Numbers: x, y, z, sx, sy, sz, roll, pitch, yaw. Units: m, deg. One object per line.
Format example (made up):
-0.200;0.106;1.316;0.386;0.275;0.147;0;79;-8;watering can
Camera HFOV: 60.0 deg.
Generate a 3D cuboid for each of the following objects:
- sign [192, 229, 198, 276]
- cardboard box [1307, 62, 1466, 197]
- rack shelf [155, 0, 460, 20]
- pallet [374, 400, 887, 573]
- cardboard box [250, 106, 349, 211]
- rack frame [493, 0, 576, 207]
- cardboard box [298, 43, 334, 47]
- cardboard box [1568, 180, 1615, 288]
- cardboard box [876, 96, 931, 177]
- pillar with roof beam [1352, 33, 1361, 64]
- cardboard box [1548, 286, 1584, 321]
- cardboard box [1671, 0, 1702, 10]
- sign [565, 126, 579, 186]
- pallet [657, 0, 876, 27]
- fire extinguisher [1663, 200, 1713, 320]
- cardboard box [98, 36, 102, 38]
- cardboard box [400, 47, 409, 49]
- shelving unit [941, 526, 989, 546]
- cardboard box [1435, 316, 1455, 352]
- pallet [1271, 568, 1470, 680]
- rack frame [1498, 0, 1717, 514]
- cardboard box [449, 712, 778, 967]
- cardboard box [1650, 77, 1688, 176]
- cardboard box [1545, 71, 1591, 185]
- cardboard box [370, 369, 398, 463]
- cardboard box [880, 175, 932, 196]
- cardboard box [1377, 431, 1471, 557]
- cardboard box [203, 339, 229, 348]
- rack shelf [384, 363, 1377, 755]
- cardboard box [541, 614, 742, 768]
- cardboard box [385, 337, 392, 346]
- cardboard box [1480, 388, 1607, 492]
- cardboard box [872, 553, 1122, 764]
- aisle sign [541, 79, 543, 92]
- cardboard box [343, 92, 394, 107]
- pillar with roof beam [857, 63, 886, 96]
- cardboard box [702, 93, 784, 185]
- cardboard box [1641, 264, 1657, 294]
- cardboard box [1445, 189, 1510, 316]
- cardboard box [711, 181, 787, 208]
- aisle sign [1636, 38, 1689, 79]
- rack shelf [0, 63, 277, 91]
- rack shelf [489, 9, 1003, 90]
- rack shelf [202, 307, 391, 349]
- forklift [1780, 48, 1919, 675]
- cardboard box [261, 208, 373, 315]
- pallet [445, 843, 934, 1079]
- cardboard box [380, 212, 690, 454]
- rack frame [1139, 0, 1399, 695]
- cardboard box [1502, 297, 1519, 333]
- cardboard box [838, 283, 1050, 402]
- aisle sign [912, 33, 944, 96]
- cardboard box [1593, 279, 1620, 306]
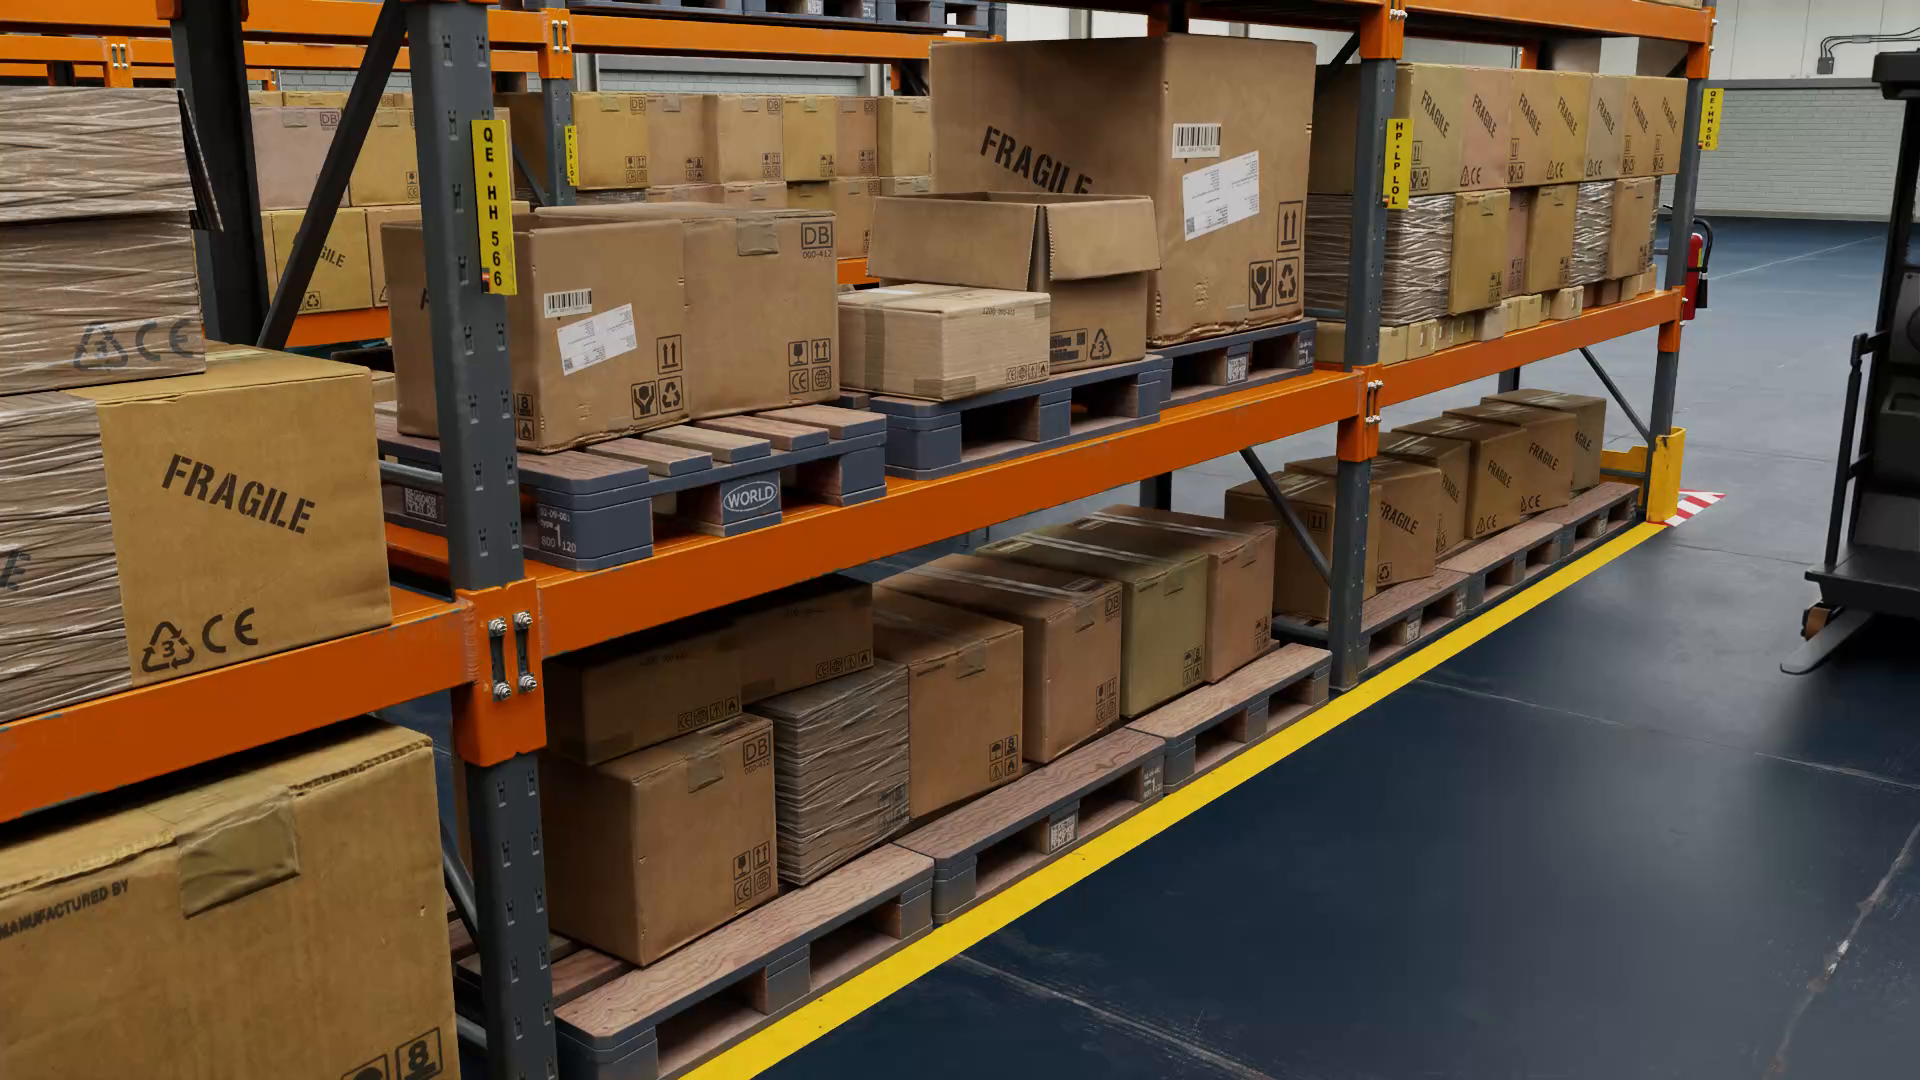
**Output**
-1.749;-0.761;3.835;0.100;0.325;0.005;11;18;38;sign
1.674;-1.646;6.672;0.500;0.500;0.500;11;18;38;cardboard box
-2.578;-0.878;1.856;1.077;0.370;4.000;11;18;38;rack shelf
-0.956;-0.216;4.270;1.213;0.211;1.003;11;18;38;pallet
-3.548;-1.950;8.474;0.700;0.500;0.500;11;18;38;cardboard box
-2.601;-1.709;9.757;1.000;3.000;0.127;11;18;38;rack frame
-5.249;-4.043;13.362;0.380;0.149;0.250;11;18;36;cardboard box
2.772;-1.576;8.428;0.875;0.500;0.500;11;18;38;cardboard box
-0.624;-2.886;11.895;0.875;0.550;0.550;11;18;38;cardboard box
13.201;-11.982;38.012;9.100;9.000;0.400;11;18;38;pillar with roof beam
2.828;-1.176;8.171;0.380;0.149;0.250;11;18;38;cardboard box
3.602;-2.937;8.806;0.500;0.250;0.500;12;18;39;cardboard box
-2.173;-2.150;9.301;0.100;0.325;0.005;11;18;38;sign
-1.312;-3.507;10.925;1.003;0.211;1.213;11;18;38;pallet
4.138;-1.601;9.490;0.296;0.674;0.183;11;18;38;fire extinguisher
-6.554;-3.895;12.782;0.380;0.149;0.250;11;18;38;cardboard box
-4.834;-4.201;13.986;0.380;0.149;0.250;11;18;36;cardboard box
0.009;-0.584;8.986;0.258;1.200;0.189;11;18;38;shelving unit
1.865;-0.893;7.056;0.380;0.149;0.250;11;18;38;cardboard box
1.588;0.295;7.531;1.003;0.211;1.213;11;18;38;pallet
3.707;-1.688;9.675;1.000;3.000;0.127;11;18;38;rack frame
-0.915;0.711;4.415;0.700;0.500;0.500;10;17;35;cardboard box
3.554;-2.222;8.938;0.500;0.500;0.500;11;18;38;cardboard box
2.607;-1.935;7.810;0.500;0.500;0.500;11;18;38;cardboard box
-3.530;-0.505;8.735;1.050;0.750;0.750;11;18;38;cardboard box
-0.614;-2.361;12.019;0.875;0.550;0.550;11;18;38;cardboard box
2.159;-0.226;8.145;0.500;0.500;0.500;9;17;33;cardboard box
-1.838;-0.153;3.431;0.500;0.500;0.500;12;19;39;cardboard box
-0.064;-0.190;5.241;1.077;0.370;4.000;11;18;38;rack shelf
-0.923;0.346;4.329;0.500;0.250;0.500;12;19;40;cardboard box
-4.956;-1.697;14.442;0.500;0.250;0.500;10;18;36;cardboard box
3.302;-0.563;9.471;0.500;0.500;0.500;-12;18;-39;cardboard box
0.125;0.386;5.694;0.700;0.500;0.500;9;17;33;cardboard box
-3.736;-4.448;15.262;0.394;0.787;0.004;11;18;38;aisle sign
-5.138;-3.484;13.906;0.700;0.500;0.500;11;18;37;cardboard box
1.888;-8.535;24.442;9.100;9.000;0.400;11;18;38;pillar with roof beam
-1.641;-2.576;10.672;0.875;0.550;0.550;11;18;38;cardboard box
3.689;-1.480;9.366;0.380;0.149;0.250;11;18;38;cardboard box
1.866;-1.281;7.268;0.875;0.500;0.500;11;18;38;cardboard box
-1.619;-2.048;10.788;0.875;0.550;0.550;11;18;38;cardboard box
3.980;-2.913;9.219;0.394;0.787;0.004;11;18;38;aisle sign
-9.121;-4.711;16.944;1.077;0.370;4.000;11;18;38;rack shelf
-1.344;-3.197;10.984;1.077;0.370;4.000;11;18;38;rack shelf
-3.858;-0.977;8.338;1.077;0.370;4.000;11;18;38;rack shelf
4.346;-0.939;6.868;1.130;2.935;3.031;12;19;39;forklift
-3.356;-1.422;8.427;0.500;0.500;0.500;11;18;38;cardboard box
-0.828;1.046;4.576;1.003;0.211;1.213;11;18;38;pallet
-1.012;-0.517;4.012;0.500;0.500;0.500;9;17;31;cardboard box
1.193;-0.922;6.660;1.000;3.000;0.127;11;18;38;rack frame
2.329;-1.038;7.627;0.380;0.149;0.250;11;18;38;cardboard box
-0.088;-0.572;4.735;0.500;0.250;0.500;11;18;36;cardboard box
-0.276;-3.795;12.689;0.394;0.787;0.004;11;18;38;aisle sign
3.245;-1.331;8.779;0.380;0.149;0.250;11;18;38;cardboard box
